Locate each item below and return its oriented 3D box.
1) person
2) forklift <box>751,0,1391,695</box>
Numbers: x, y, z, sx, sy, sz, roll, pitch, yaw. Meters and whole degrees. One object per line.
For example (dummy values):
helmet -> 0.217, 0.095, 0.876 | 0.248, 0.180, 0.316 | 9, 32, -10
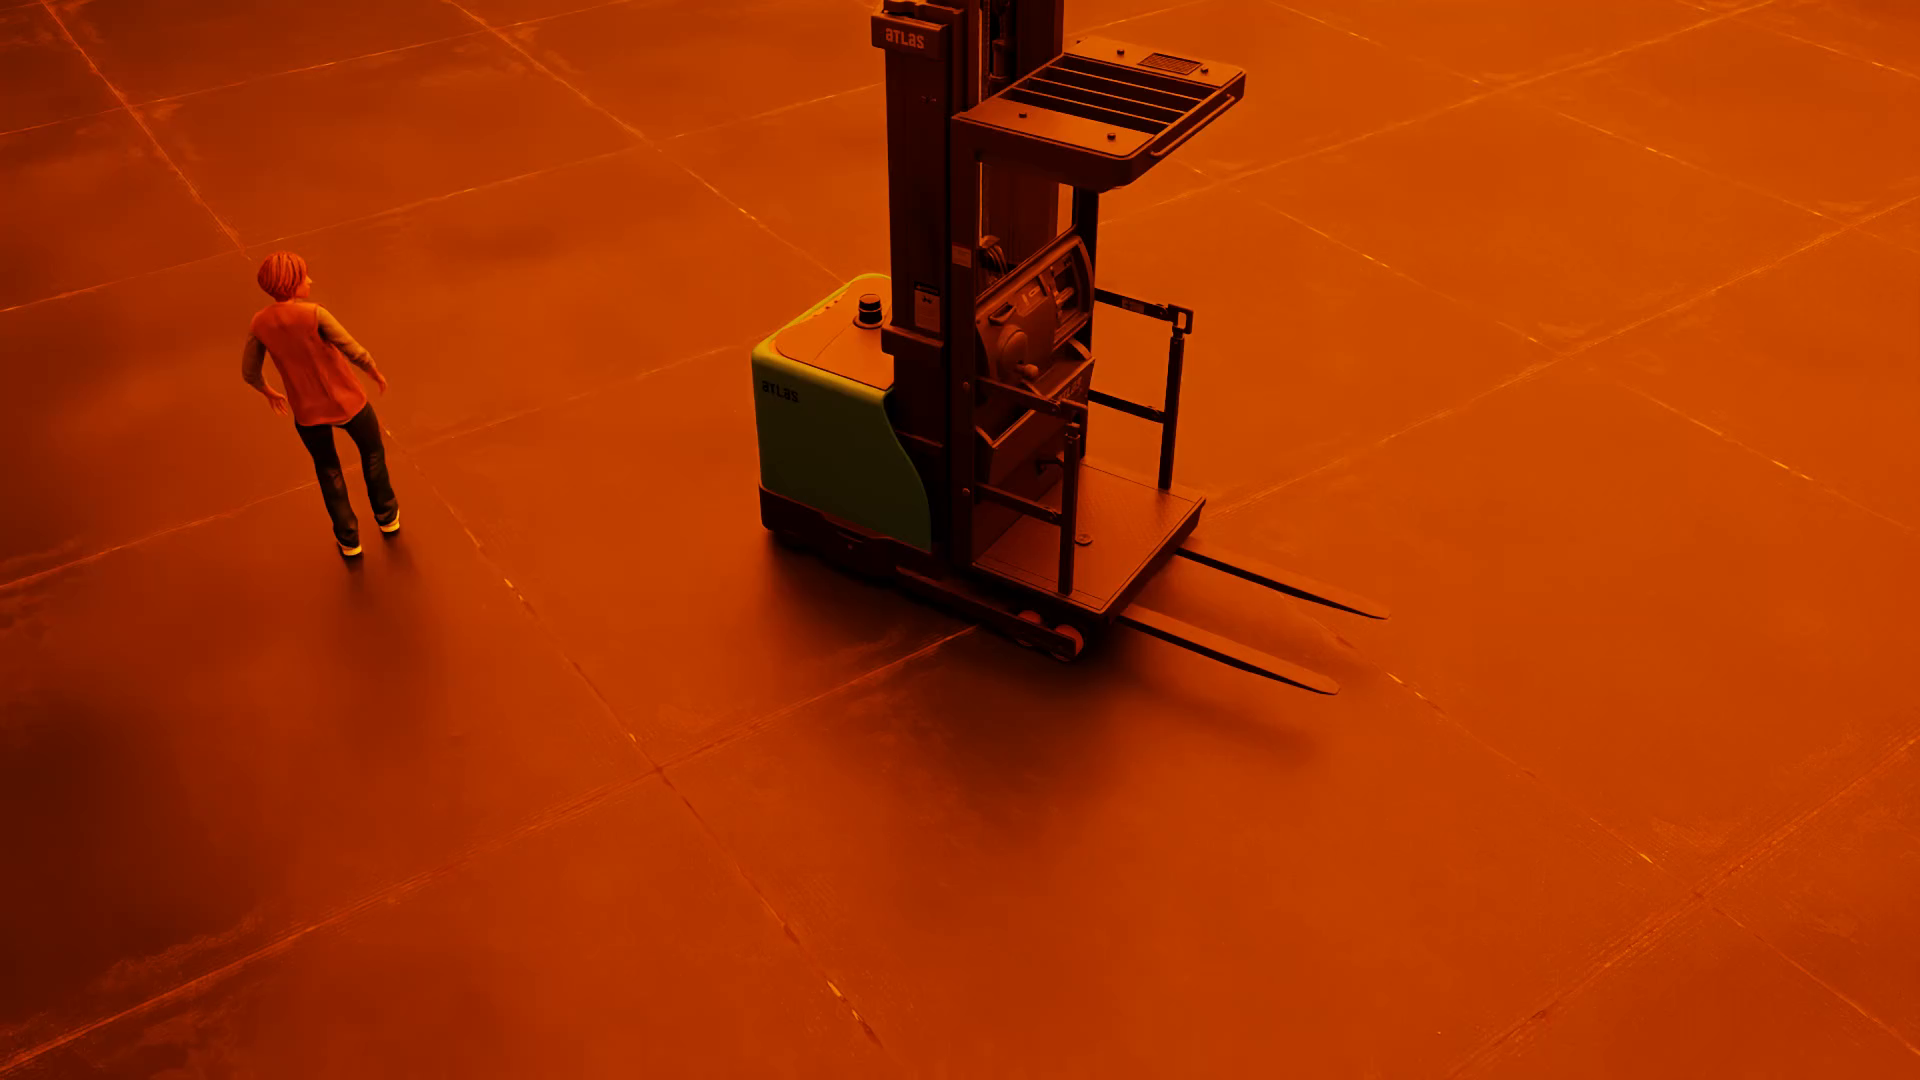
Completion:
person -> -3.061, -0.657, 7.983 | 0.608, 1.575, 0.447 | -6, 37, -9
forklift -> 0.514, -0.985, 7.276 | 3.031, 2.935, 1.130 | 21, 41, 26
